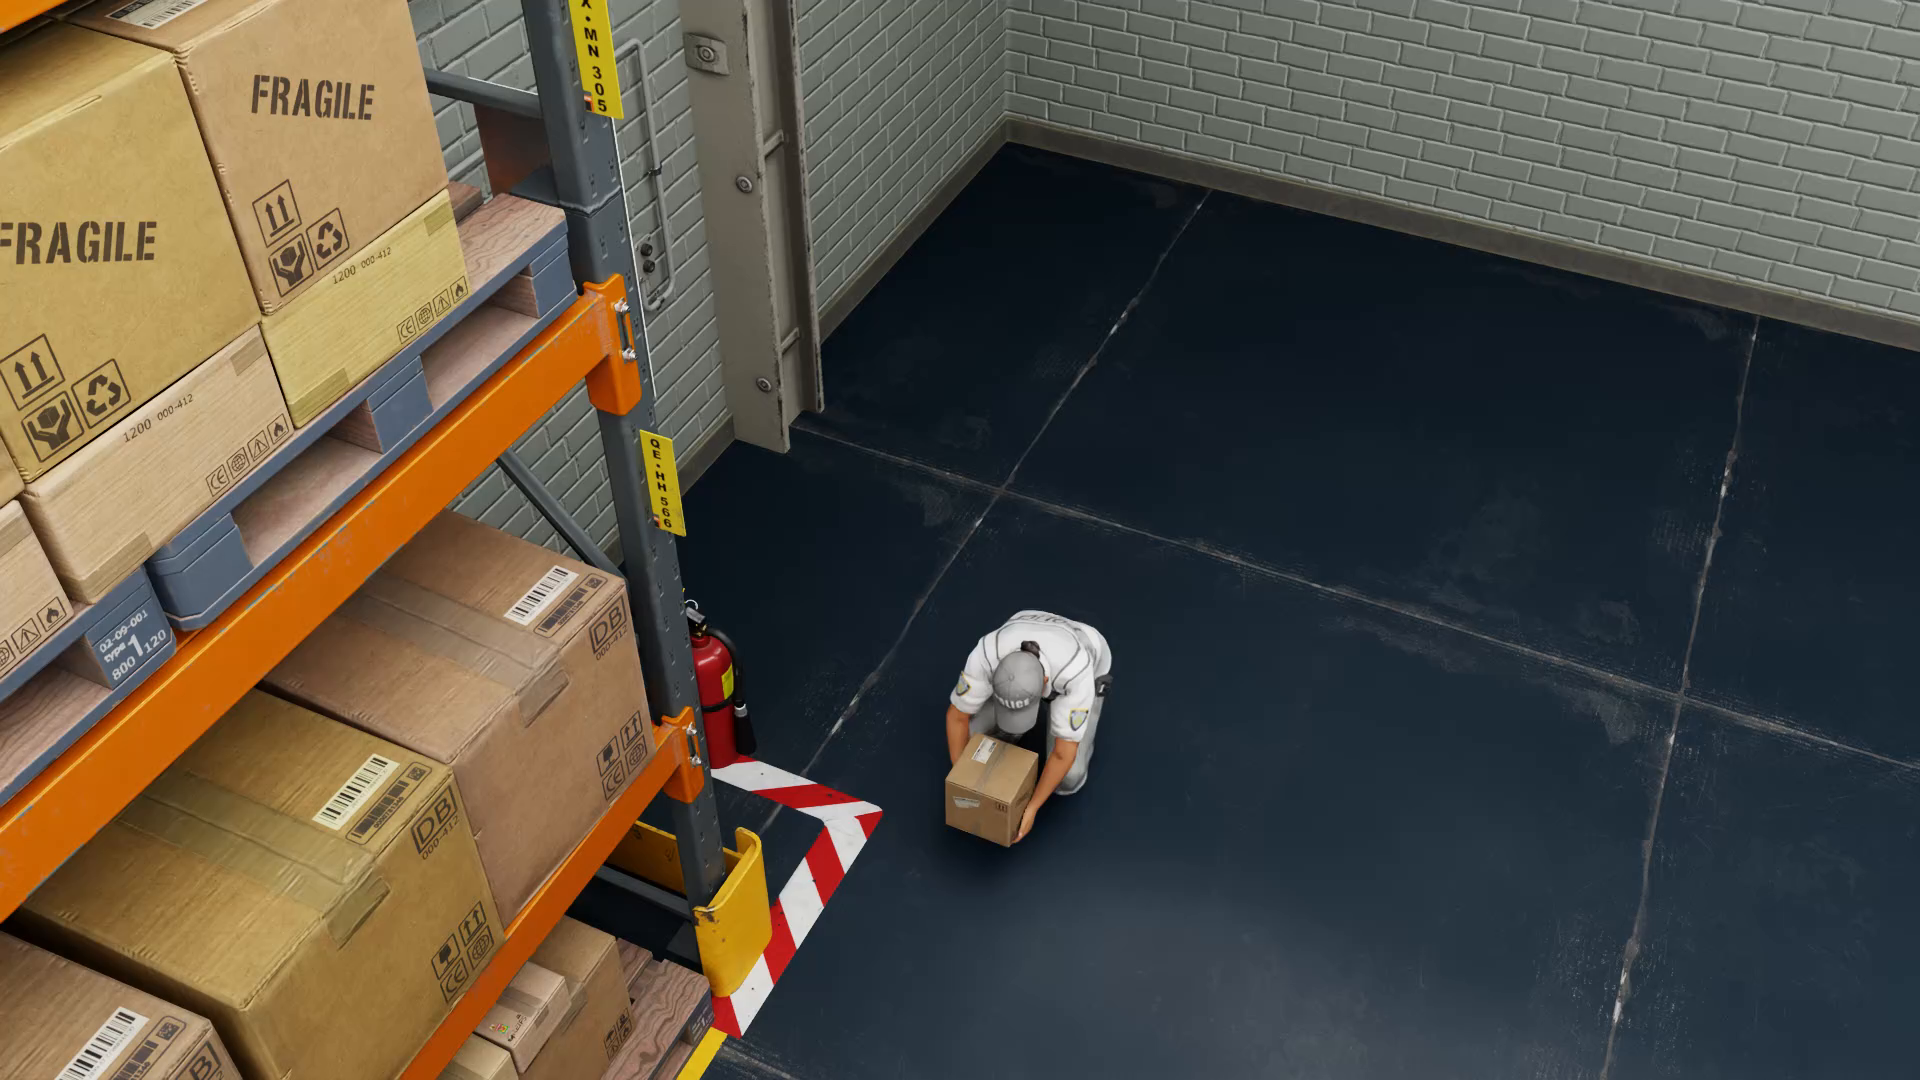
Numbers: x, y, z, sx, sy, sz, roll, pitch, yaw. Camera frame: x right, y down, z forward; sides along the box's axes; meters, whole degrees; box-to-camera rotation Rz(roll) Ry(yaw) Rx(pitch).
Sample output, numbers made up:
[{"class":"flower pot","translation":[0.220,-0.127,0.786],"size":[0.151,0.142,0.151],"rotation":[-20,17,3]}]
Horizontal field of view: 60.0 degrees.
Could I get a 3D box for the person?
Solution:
[{"class":"person","translation":[0.261,0.580,6.074],"size":[0.529,0.934,0.849],"rotation":[18,45,18]}]
